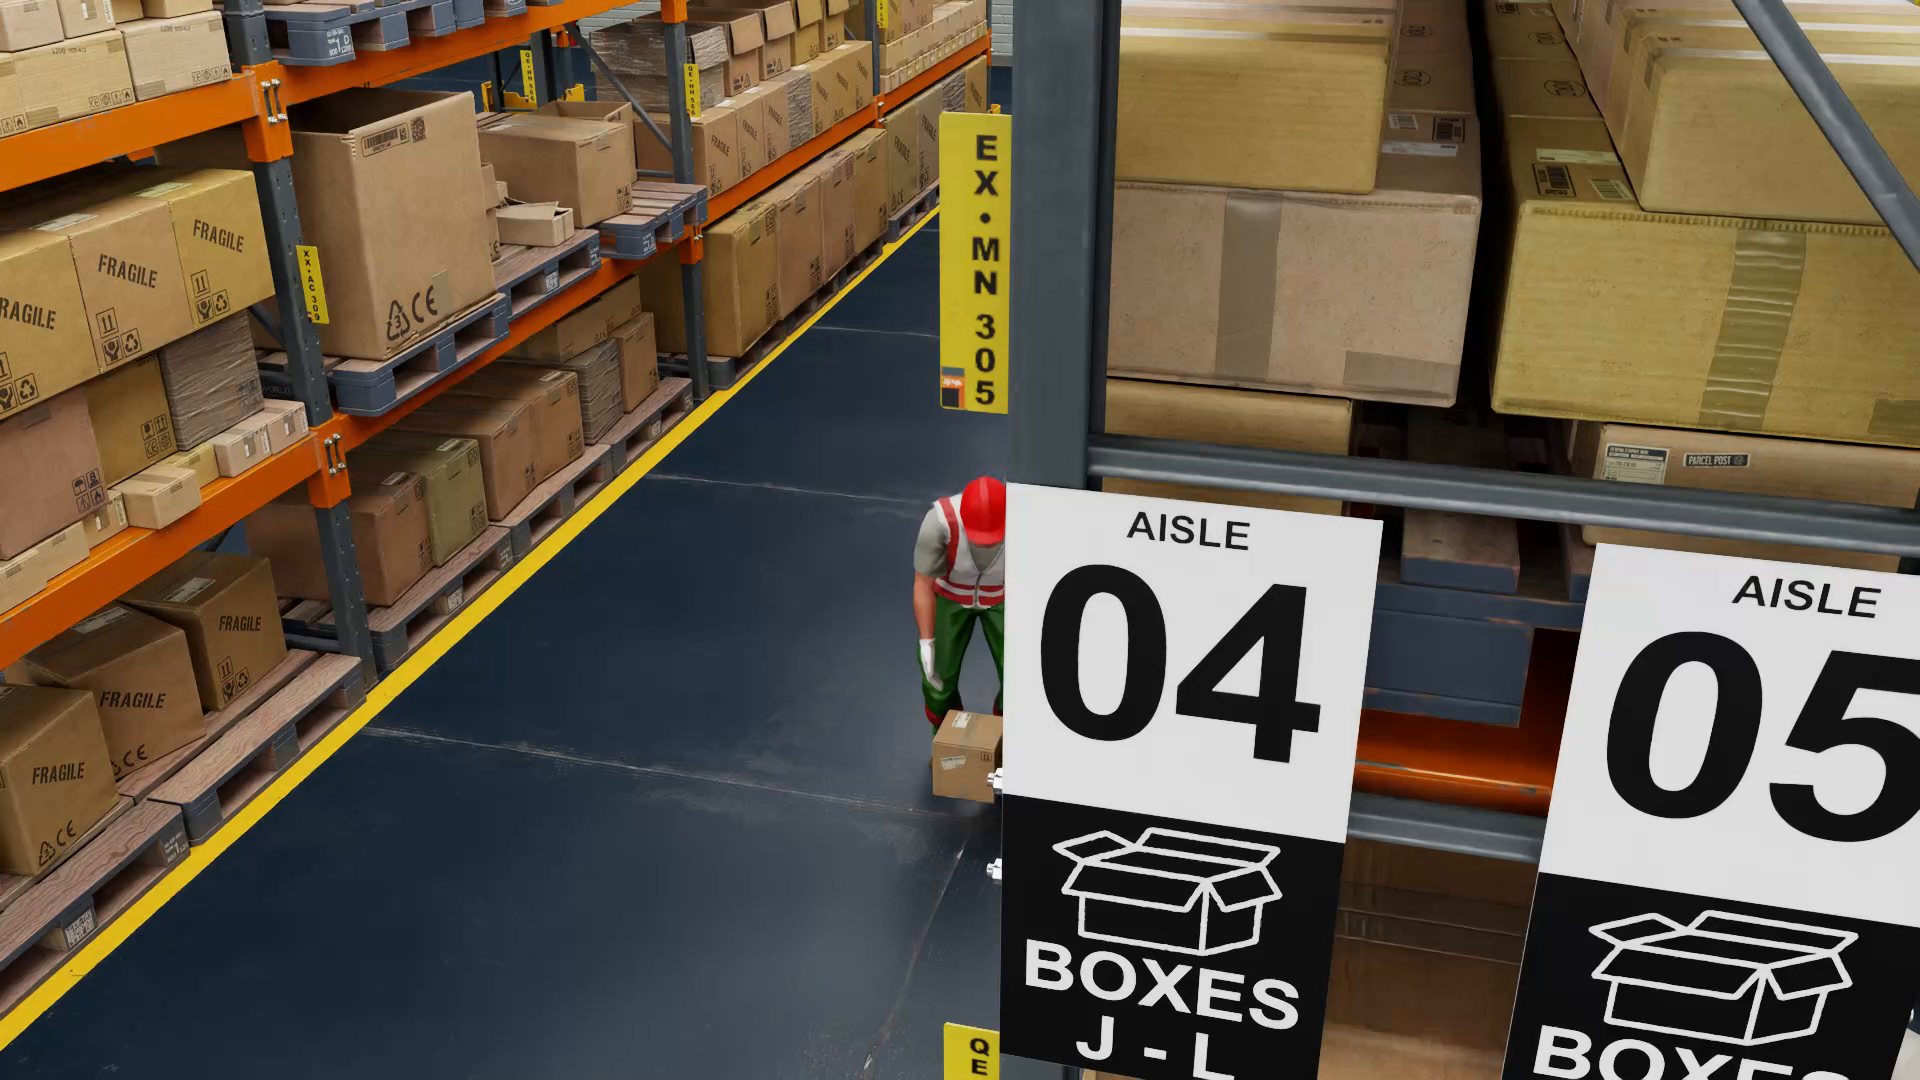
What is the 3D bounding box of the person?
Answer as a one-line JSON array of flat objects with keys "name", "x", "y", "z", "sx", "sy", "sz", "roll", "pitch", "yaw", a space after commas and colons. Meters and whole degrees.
[{"name": "person", "x": 0.107, "y": 0.322, "z": 6.804, "sx": 0.583, "sy": 1.440, "sz": 0.749, "roll": 1, "pitch": 25, "yaw": 3}]
